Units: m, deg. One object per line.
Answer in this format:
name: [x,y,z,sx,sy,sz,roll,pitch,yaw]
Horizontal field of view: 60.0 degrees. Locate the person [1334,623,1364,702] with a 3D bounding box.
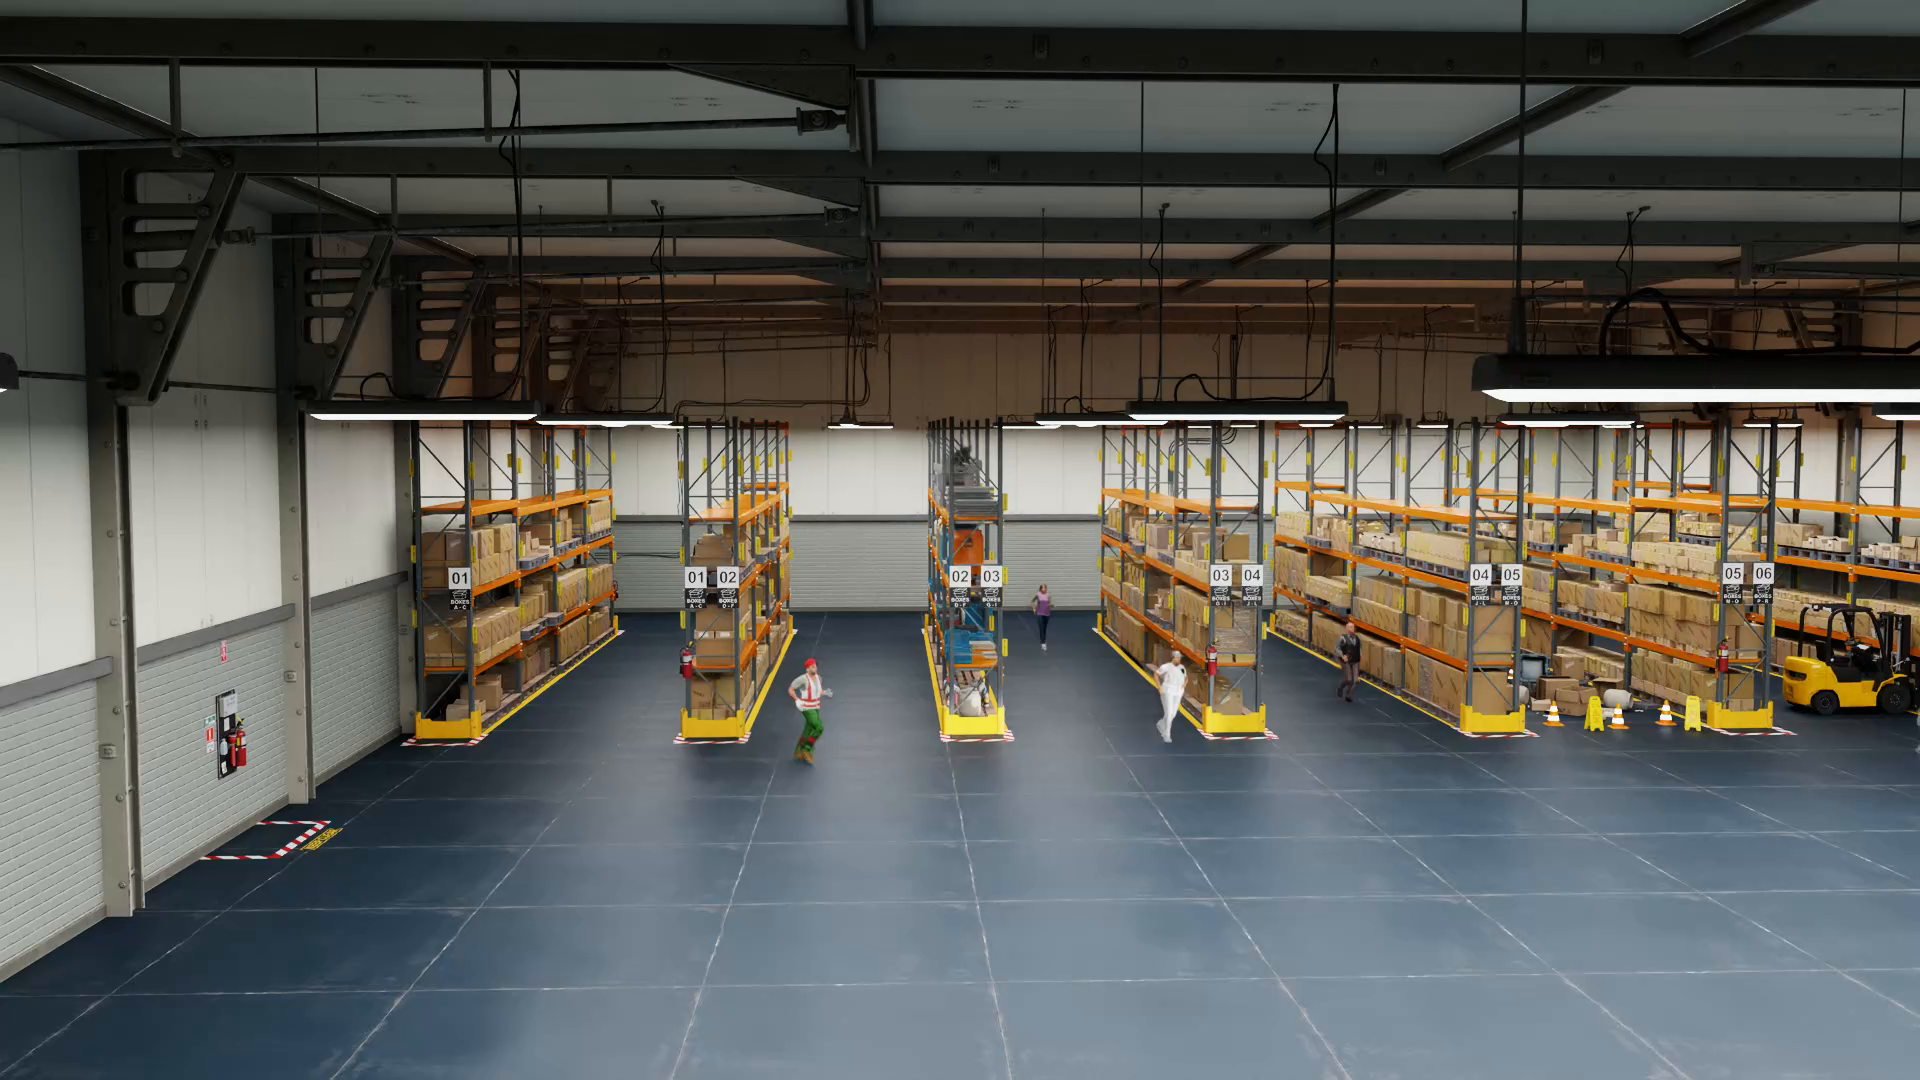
person: [8.253,2.587,35.179,0.646,1.675,0.579,-1,4,-16]

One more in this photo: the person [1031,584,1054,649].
person: [2.072,1.895,41.620,0.531,1.612,0.724,-1,4,-12]

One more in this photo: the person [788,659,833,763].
person: [-2.563,2.960,28.873,0.713,1.809,0.619,2,4,28]

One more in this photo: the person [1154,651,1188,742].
person: [3.944,2.916,31.003,0.649,1.720,0.739,-2,4,-24]
